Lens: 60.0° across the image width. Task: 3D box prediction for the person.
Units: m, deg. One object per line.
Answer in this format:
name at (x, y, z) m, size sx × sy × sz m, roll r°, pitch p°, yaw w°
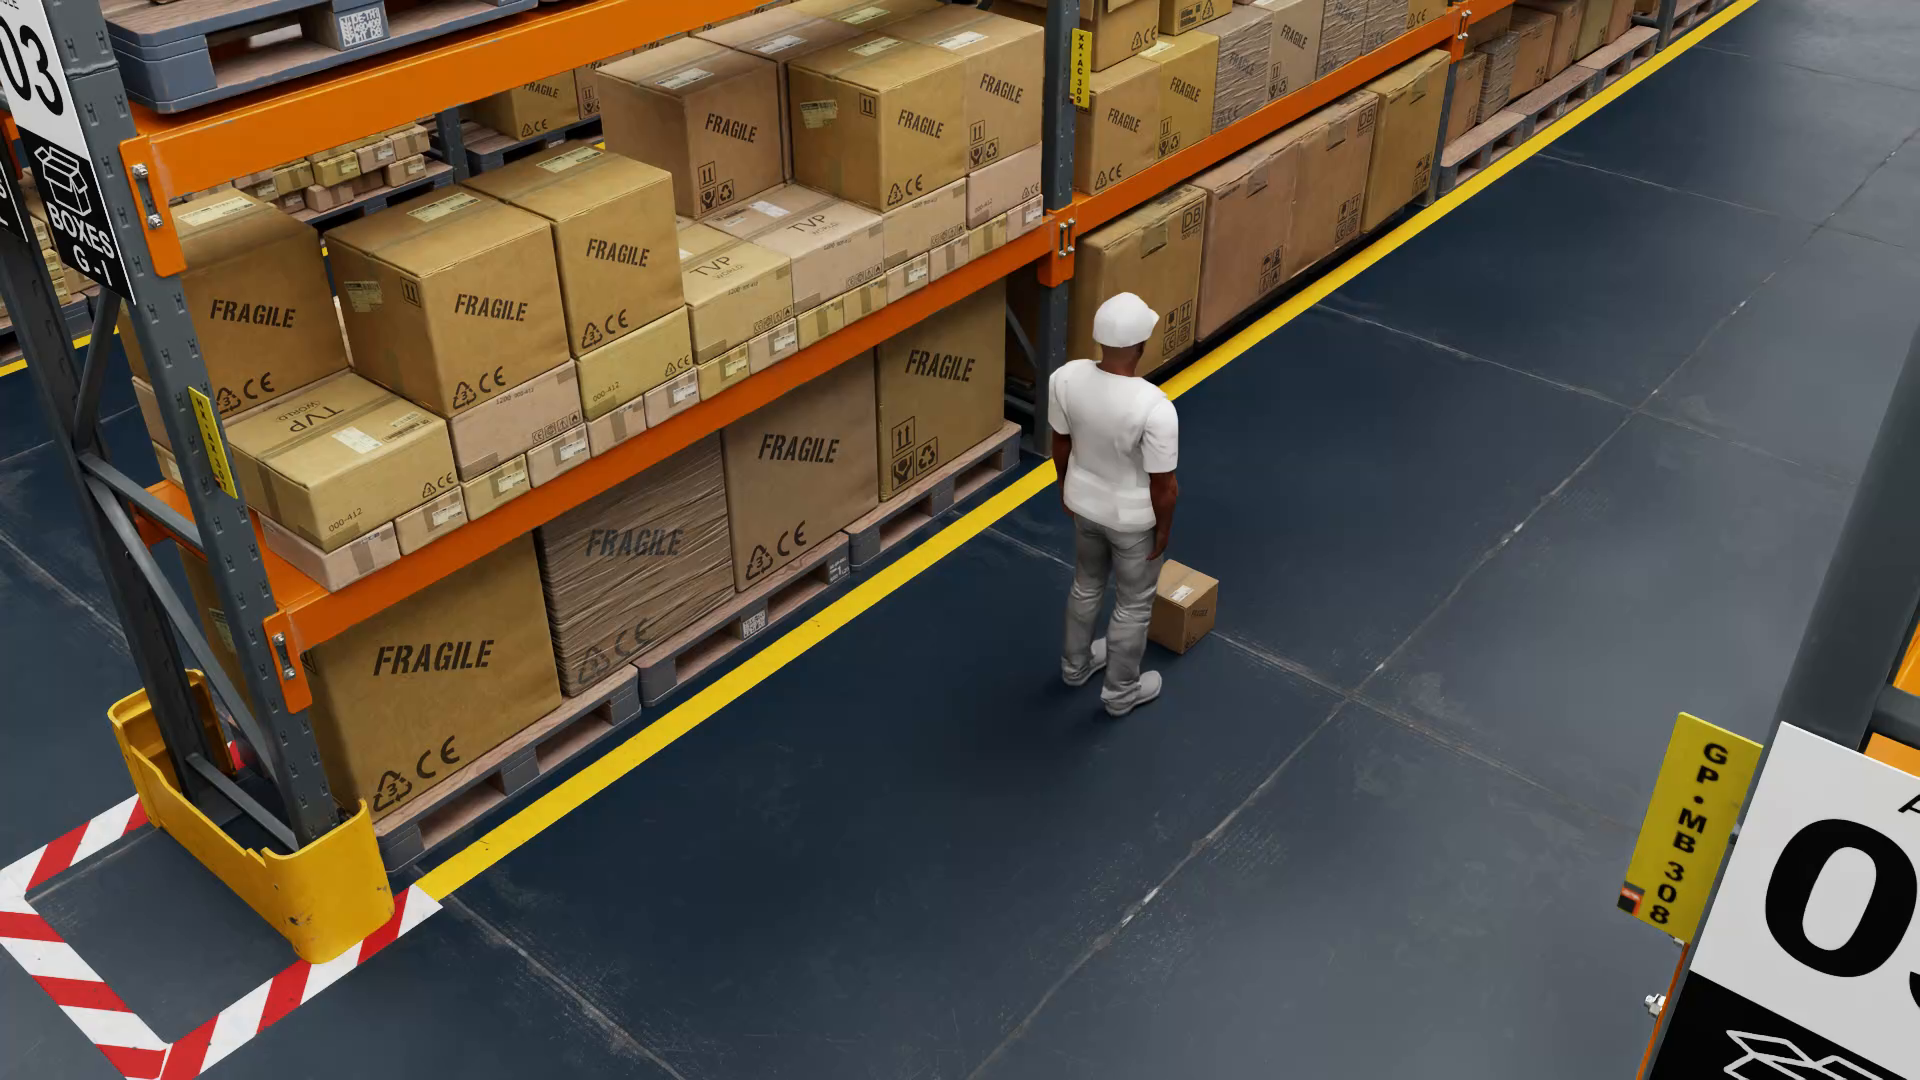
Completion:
person at (0.594, -0.136, 6.325) m, size 0.563 × 1.761 × 0.375 m, roll 27°, pitch 43°, yaw 33°
